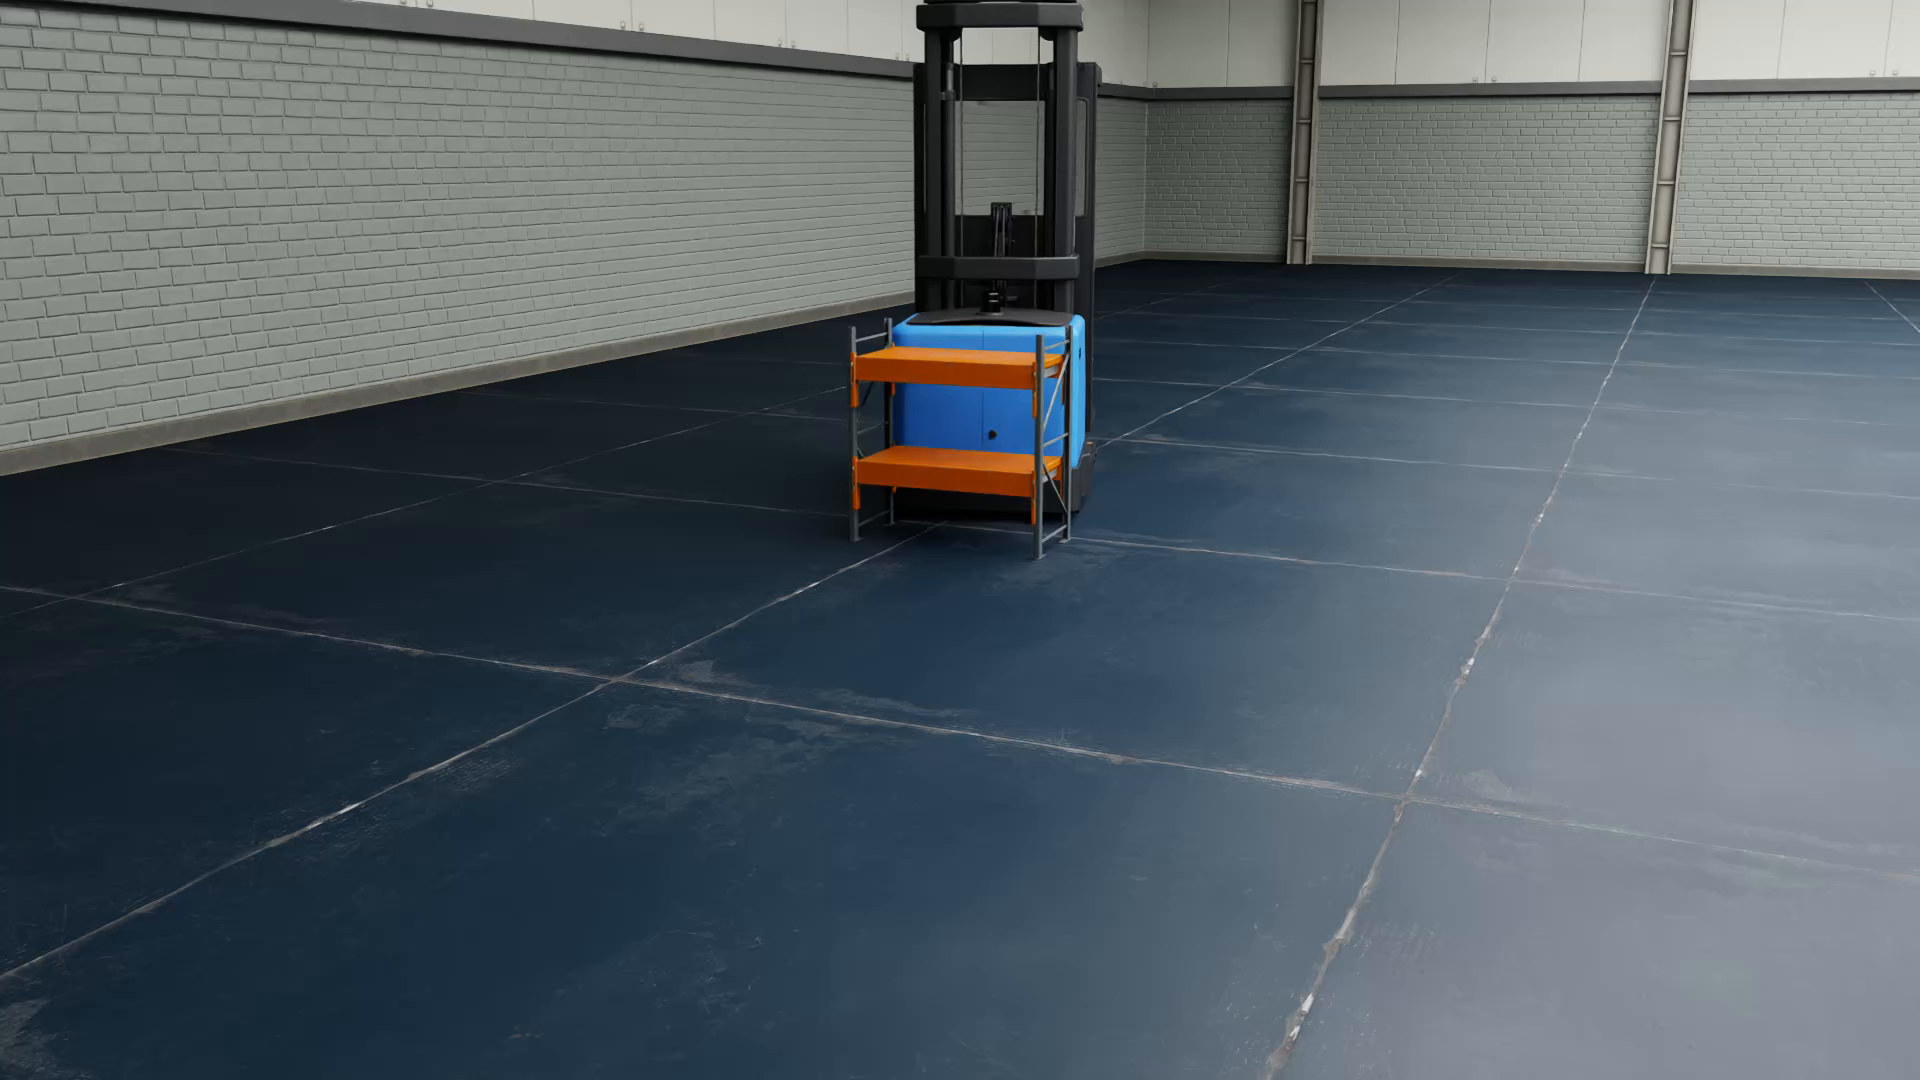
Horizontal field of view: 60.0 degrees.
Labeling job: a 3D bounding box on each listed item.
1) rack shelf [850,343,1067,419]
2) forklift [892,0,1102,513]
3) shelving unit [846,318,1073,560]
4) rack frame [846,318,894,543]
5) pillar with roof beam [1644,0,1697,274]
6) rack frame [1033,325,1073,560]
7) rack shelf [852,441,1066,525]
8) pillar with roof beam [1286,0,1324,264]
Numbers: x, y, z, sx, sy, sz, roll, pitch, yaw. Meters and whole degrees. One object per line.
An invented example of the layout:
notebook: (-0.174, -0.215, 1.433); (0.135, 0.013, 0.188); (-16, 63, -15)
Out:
rack shelf: (0.002, -0.827, 8.538); (1.000, 0.278, 0.538); (5, 14, 21)
forklift: (0.297, -1.859, 10.261); (1.130, 2.935, 3.031); (2, 13, 6)
shelving unit: (0.002, -0.543, 8.605); (1.048, 1.125, 0.538); (5, 14, 21)
rack frame: (-0.471, -0.585, 8.788); (0.032, 1.125, 0.500); (5, 14, 21)
pillar with roof beam: (9.868, -7.922, 22.816); (0.400, 9.000, 9.100); (6, 14, 23)
rack frame: (0.474, -0.500, 8.422); (0.032, 1.125, 0.500); (5, 14, 21)
rack shelf: (0.002, -0.304, 8.660); (1.000, 0.278, 0.538); (5, 14, 21)
pillar with roof beam: (4.382, -8.477, 25.182); (0.400, 9.000, 9.100); (6, 14, 23)
